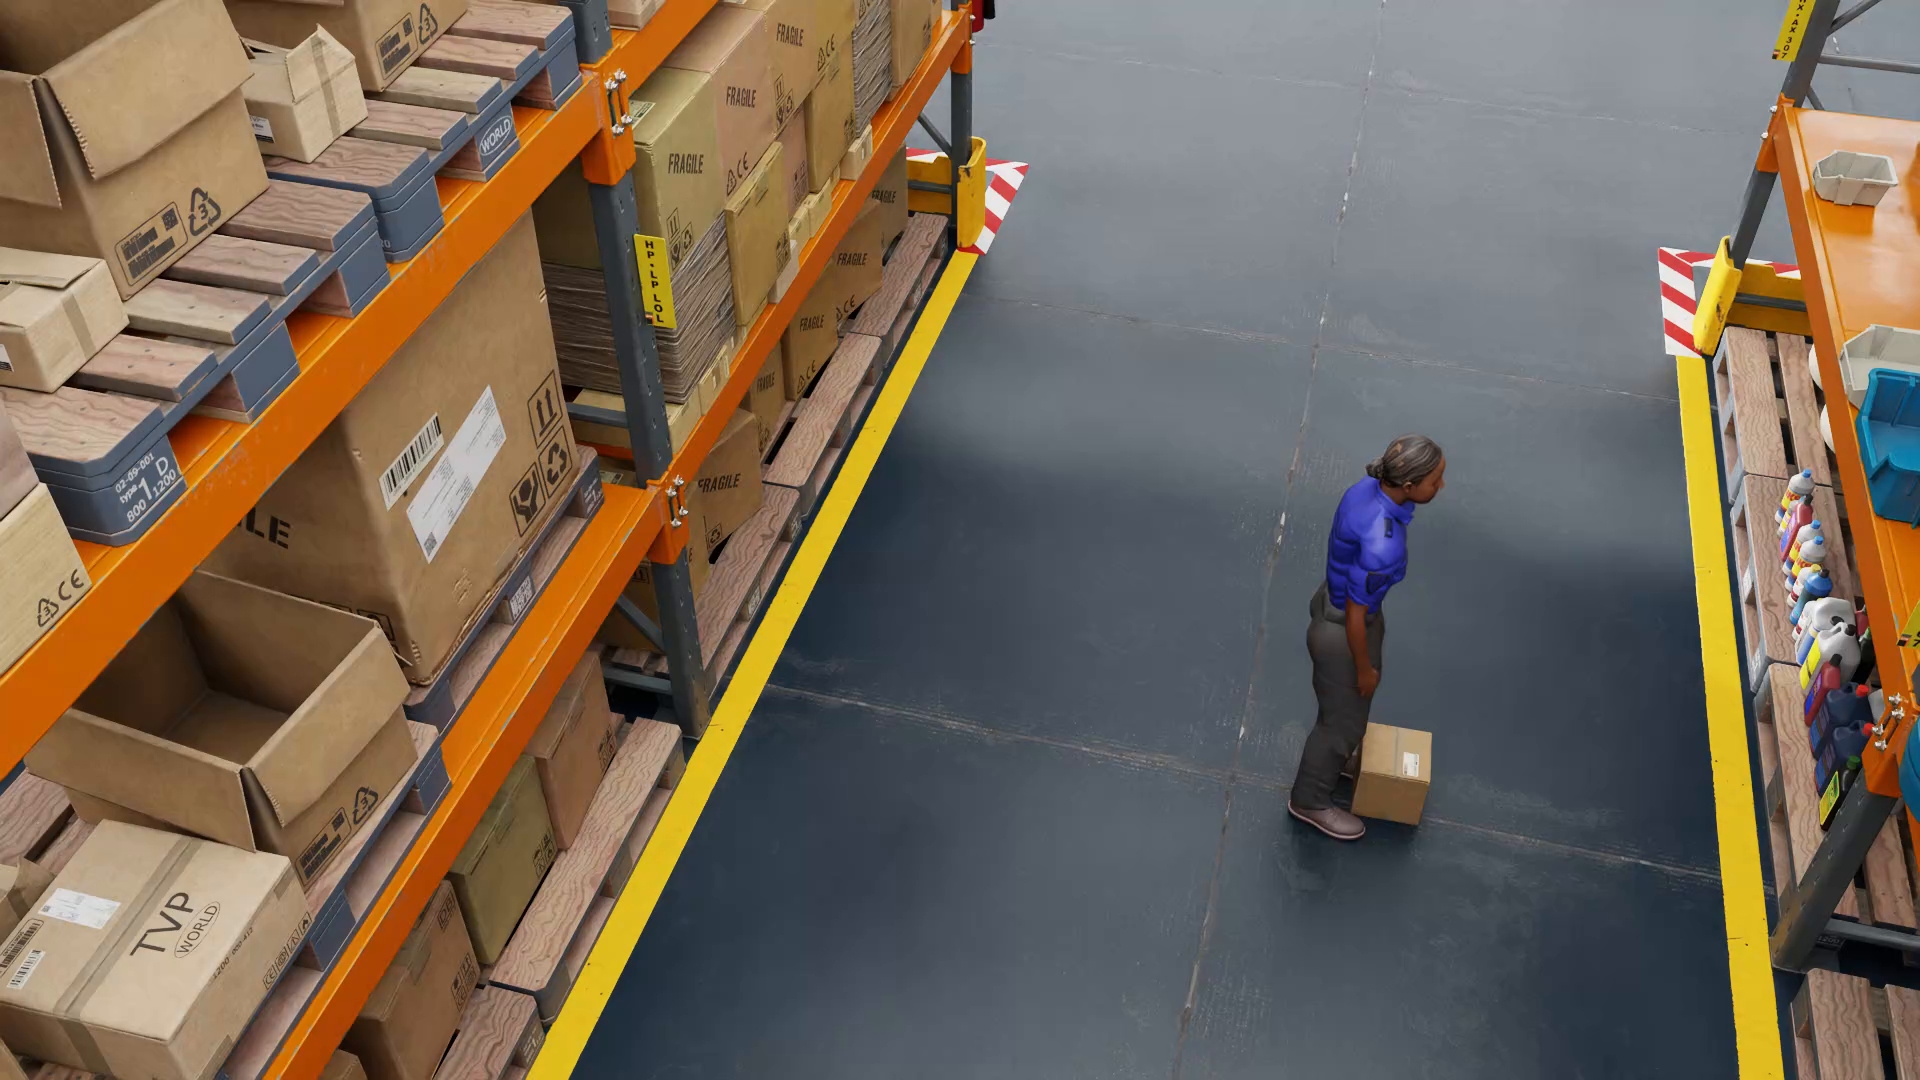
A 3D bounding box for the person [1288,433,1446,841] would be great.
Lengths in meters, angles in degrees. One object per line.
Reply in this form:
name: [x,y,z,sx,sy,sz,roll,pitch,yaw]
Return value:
person: [1.413,0.314,5.804,0.394,1.656,0.528,8,42,9]
